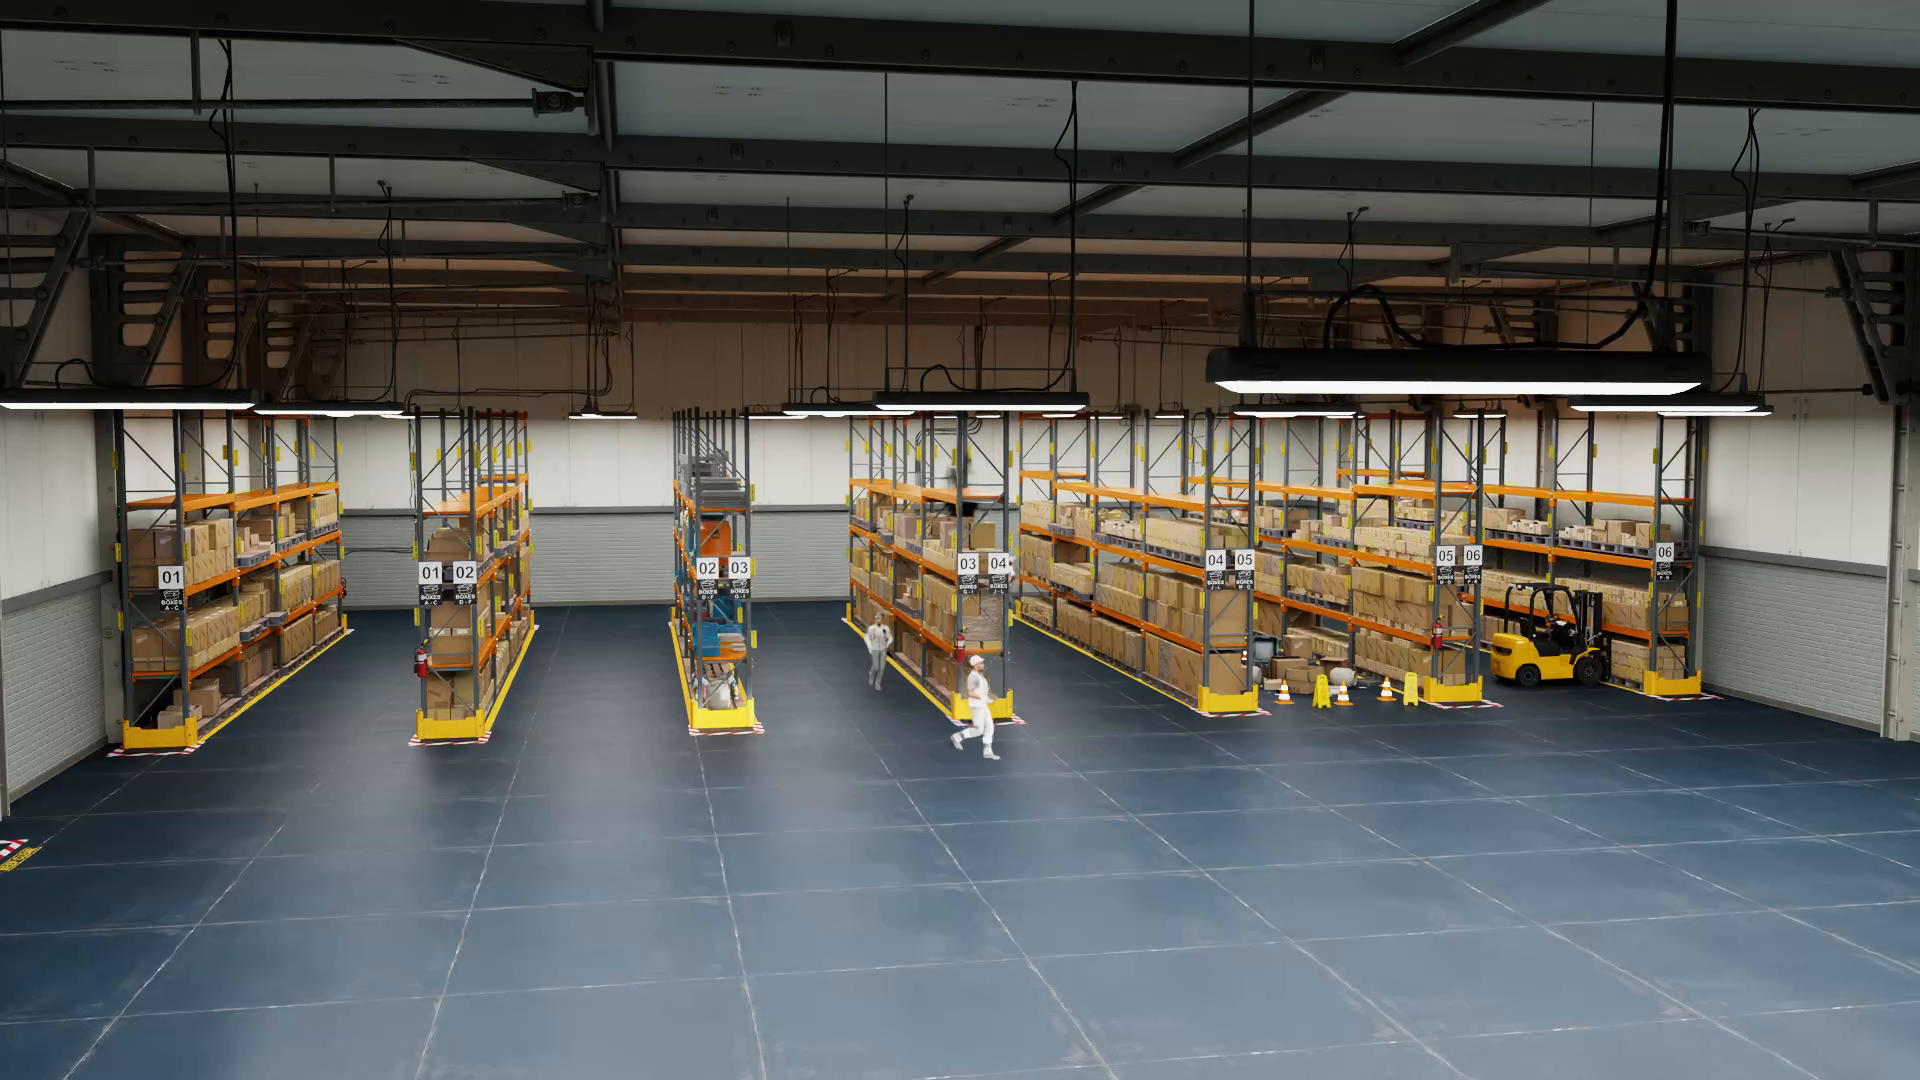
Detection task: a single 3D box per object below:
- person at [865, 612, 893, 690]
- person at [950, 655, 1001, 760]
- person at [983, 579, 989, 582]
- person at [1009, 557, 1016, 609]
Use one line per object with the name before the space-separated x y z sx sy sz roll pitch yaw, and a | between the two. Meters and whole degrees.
person | -1.722 2.371 35.565 0.605 1.669 0.569 -1 4 -10
person | 0.274 2.837 28.229 0.869 1.772 0.657 1 4 16
person | 0.628 1.520 47.503 0.644 1.682 0.764 0 4 3
person | 1.324 1.335 49.844 0.775 1.694 0.773 0 4 2
